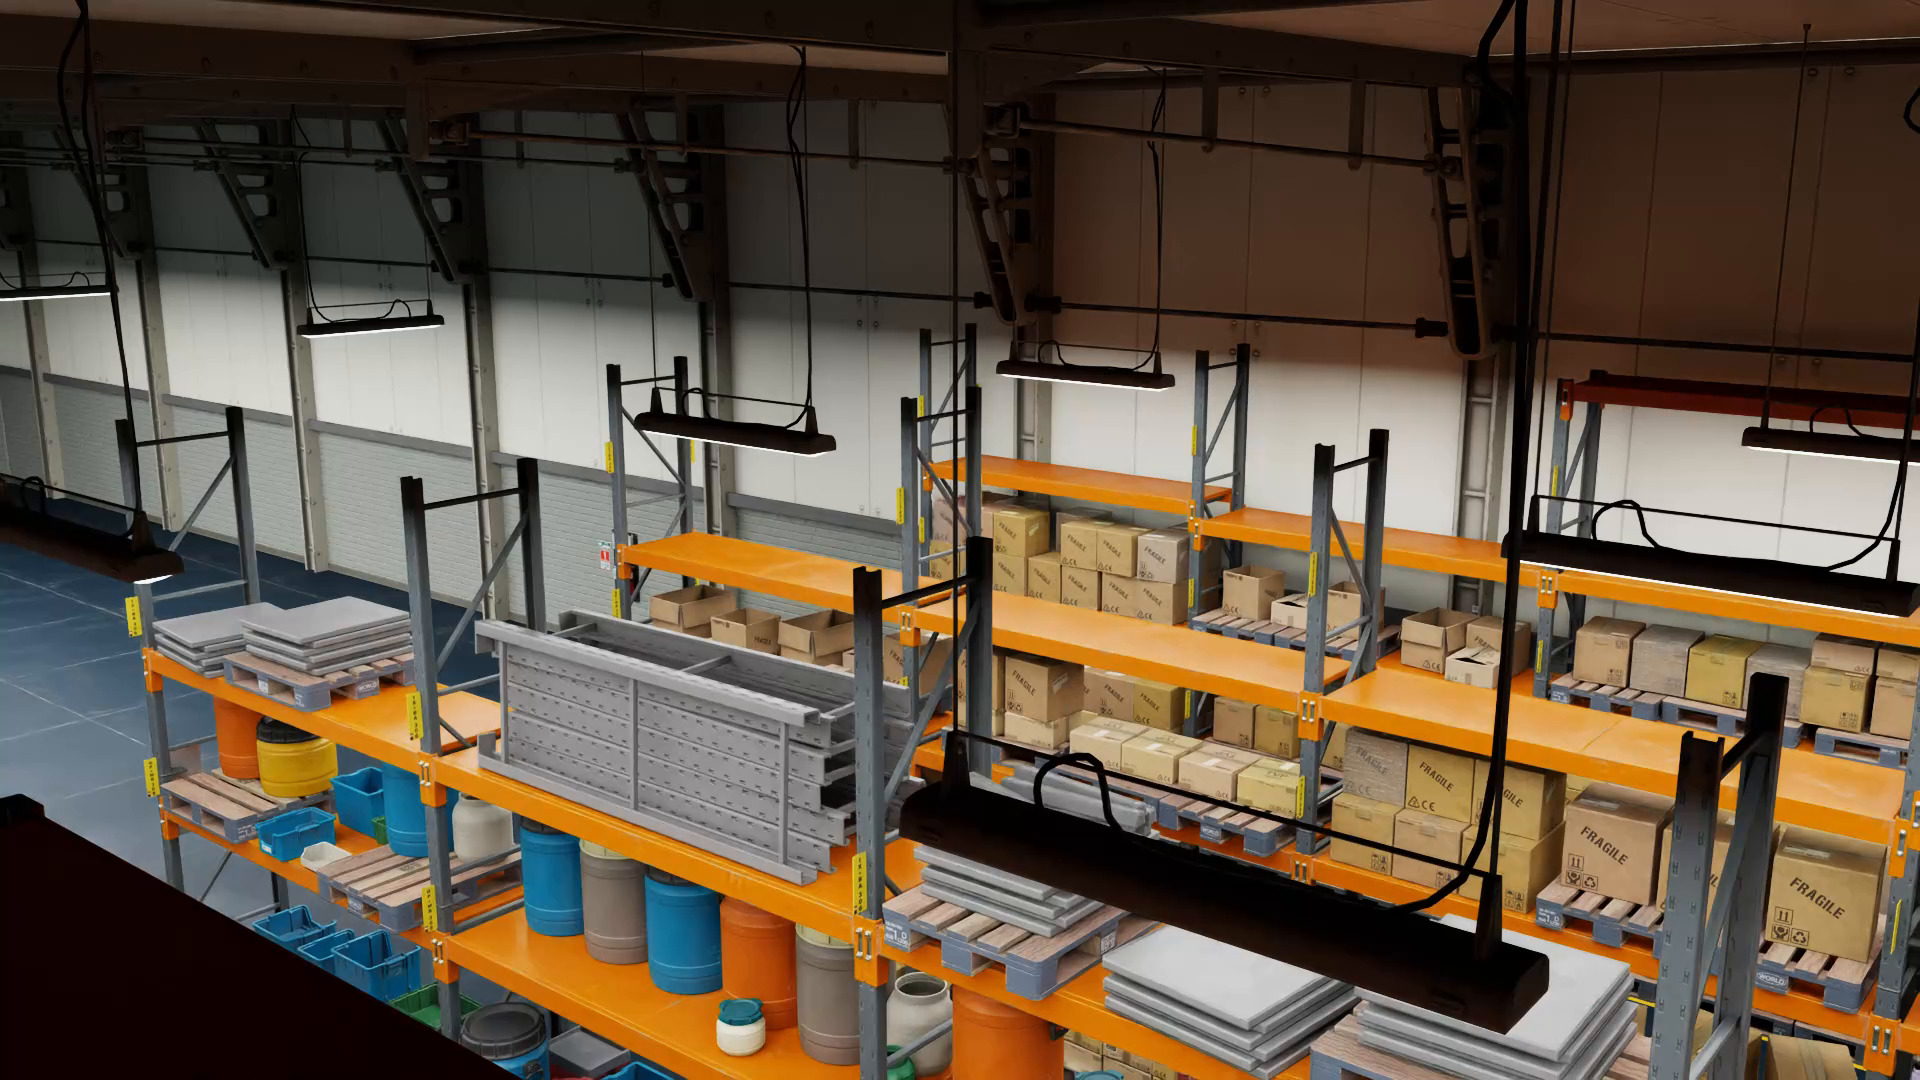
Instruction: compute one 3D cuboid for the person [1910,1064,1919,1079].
[{"bbox_3d":[7.138,4.570,12.495,0.635,1.545,0.748,-11,17,-40],"label":"person"}]
